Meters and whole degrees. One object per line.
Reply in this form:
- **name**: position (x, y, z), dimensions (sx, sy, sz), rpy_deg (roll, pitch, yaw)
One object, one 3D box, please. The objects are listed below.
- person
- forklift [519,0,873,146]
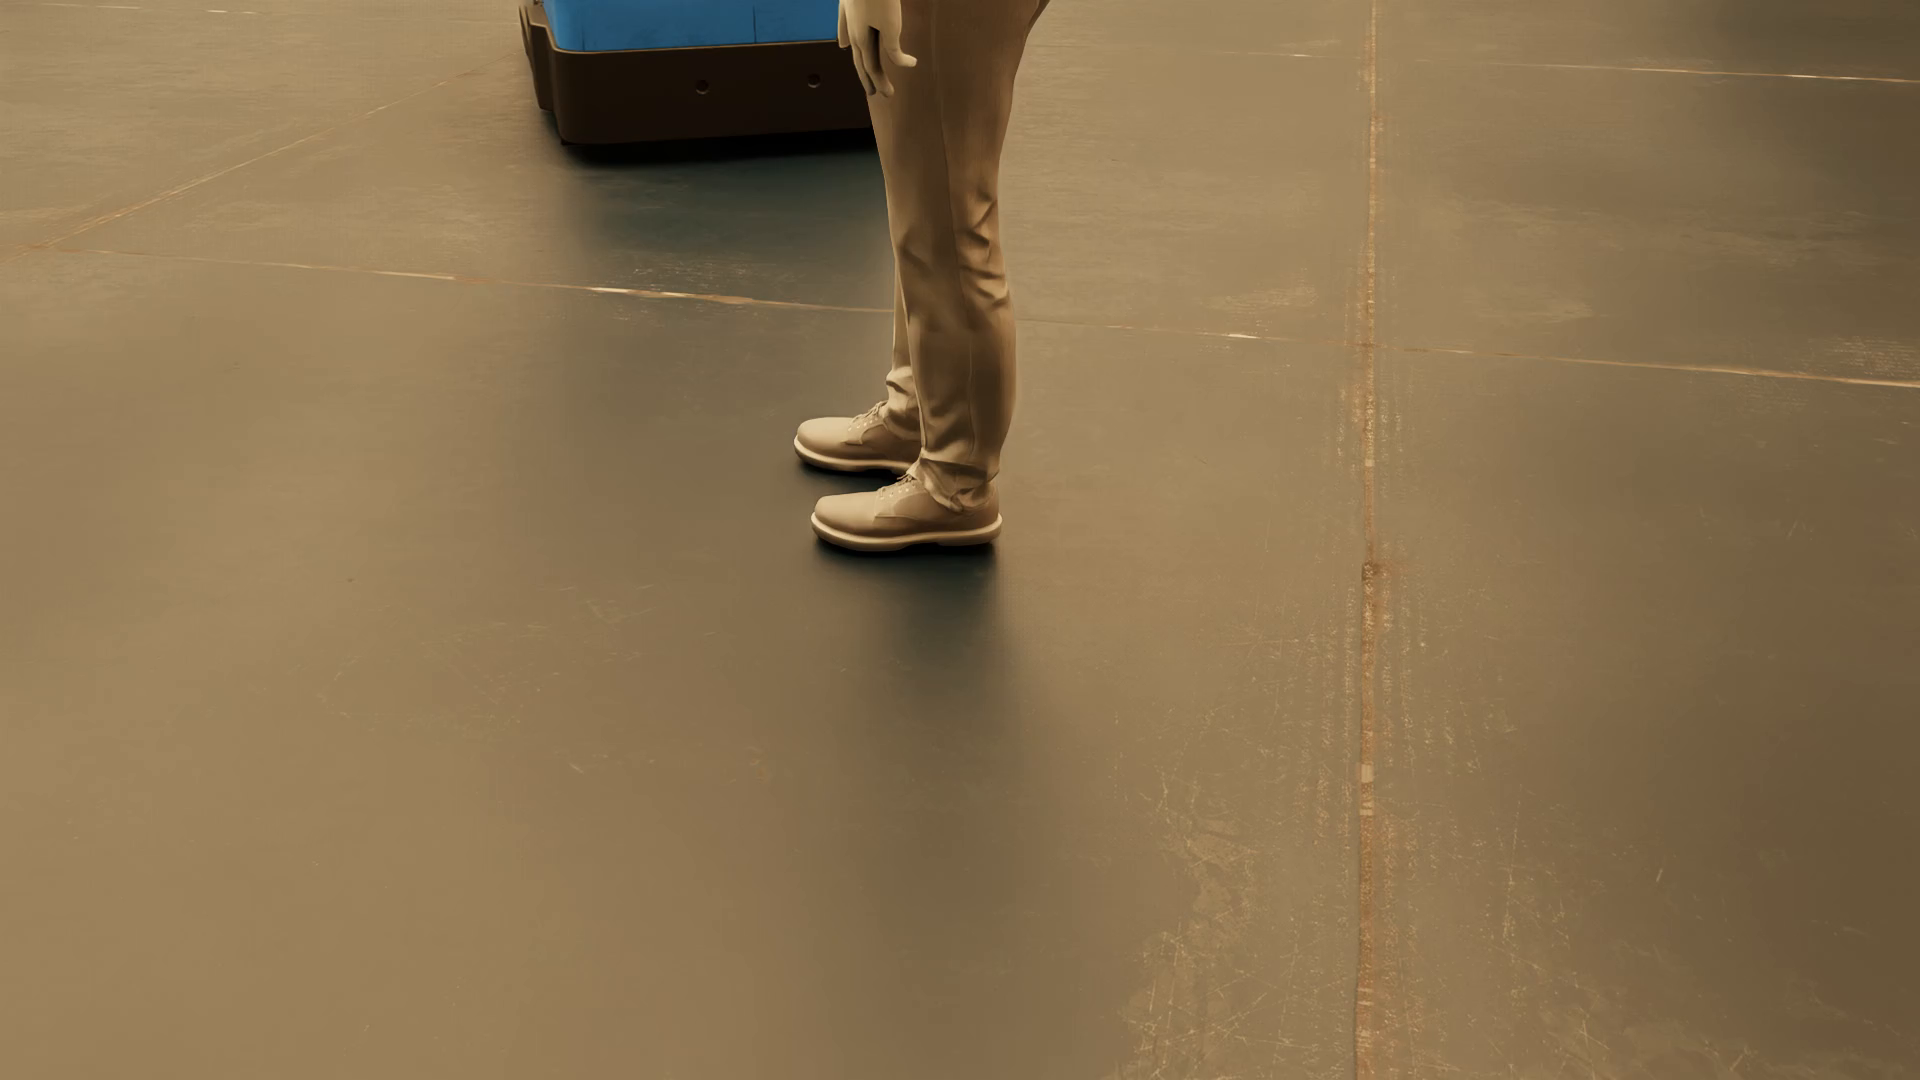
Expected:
- **person**: position (-0.065, -0.773, 2.134), dimensions (0.531, 1.695, 0.587), rpy_deg (6, 27, 11)
- **forklift**: position (-0.948, -3.004, 5.200), dimensions (1.130, 2.935, 3.031), rpy_deg (-7, 28, -14)
